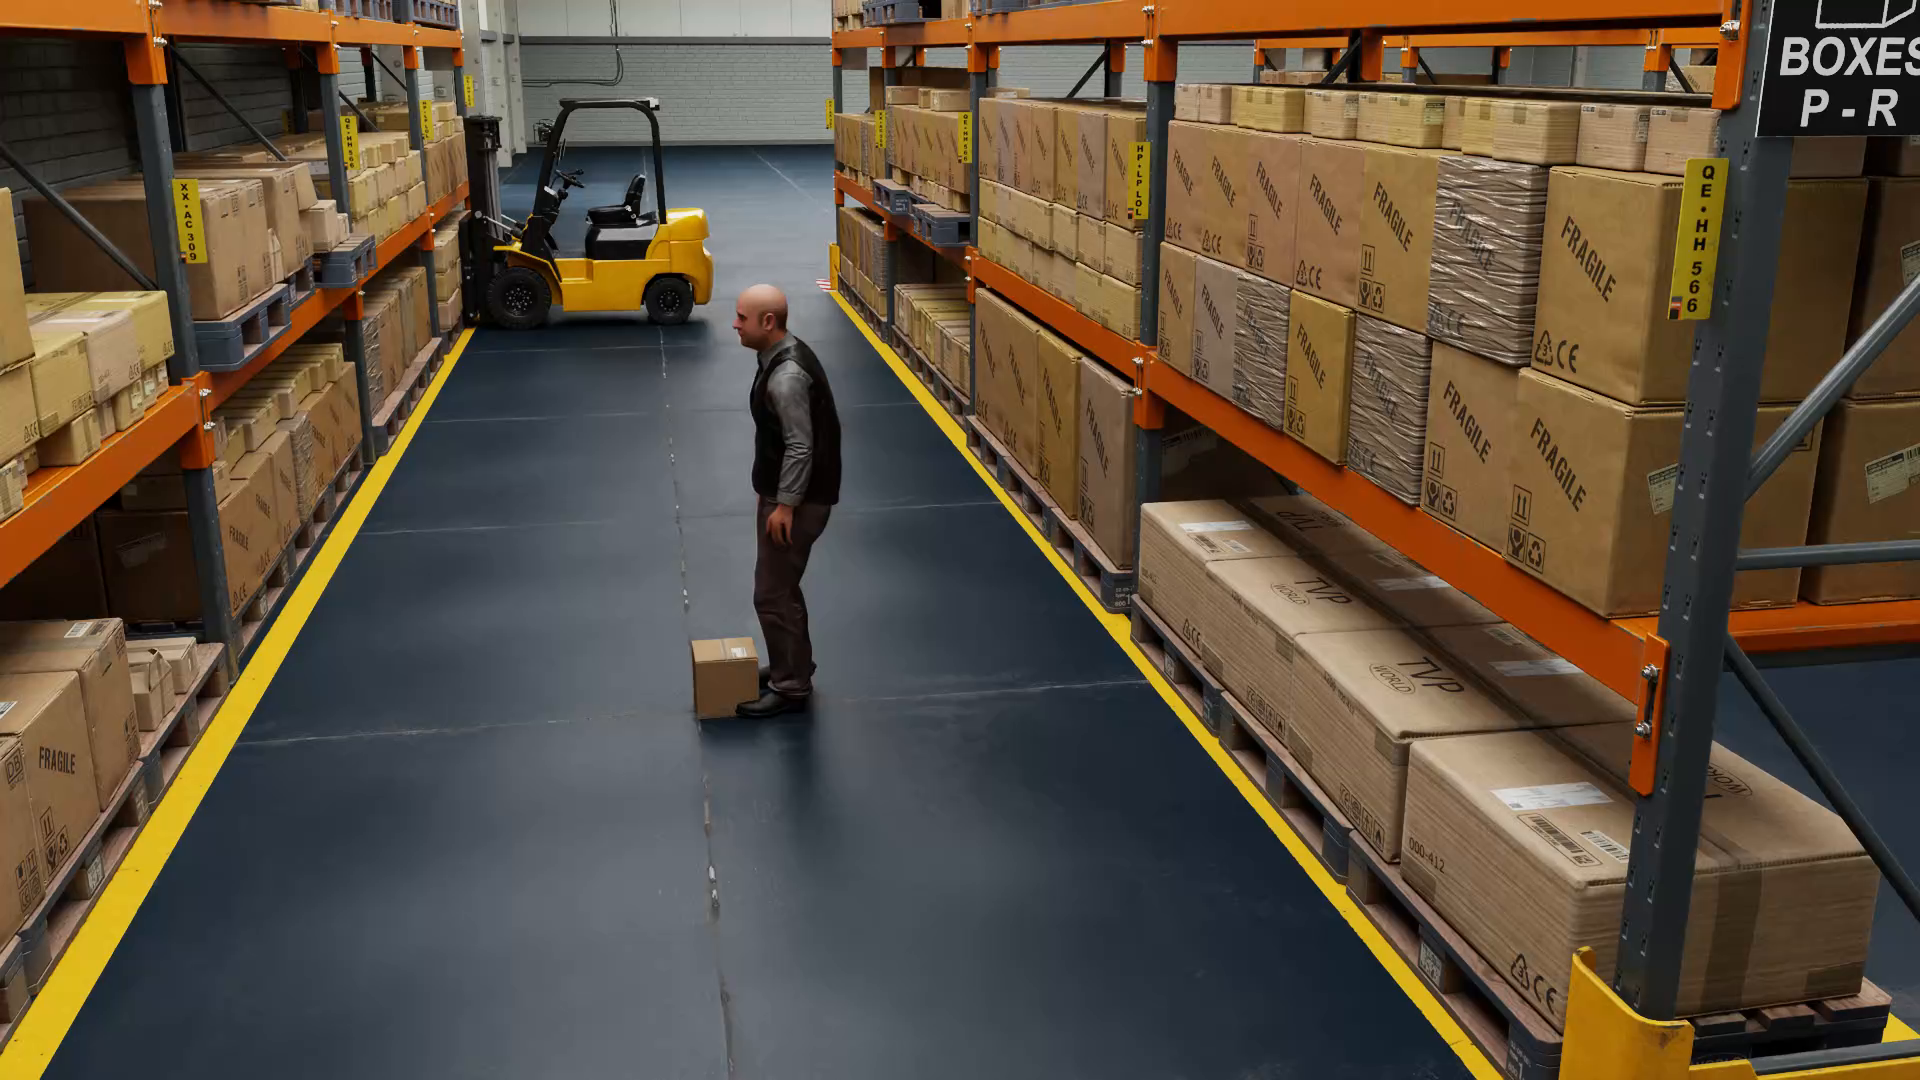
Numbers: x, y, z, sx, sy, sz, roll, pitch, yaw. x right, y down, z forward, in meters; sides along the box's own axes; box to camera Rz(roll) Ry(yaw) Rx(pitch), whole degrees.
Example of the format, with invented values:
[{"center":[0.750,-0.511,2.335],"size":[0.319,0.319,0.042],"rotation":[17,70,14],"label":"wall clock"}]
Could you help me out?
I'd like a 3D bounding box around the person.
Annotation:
[{"center":[-0.704,-0.162,6.635],"size":[0.467,1.720,0.579],"rotation":[-3,17,-11],"label":"person"}]
